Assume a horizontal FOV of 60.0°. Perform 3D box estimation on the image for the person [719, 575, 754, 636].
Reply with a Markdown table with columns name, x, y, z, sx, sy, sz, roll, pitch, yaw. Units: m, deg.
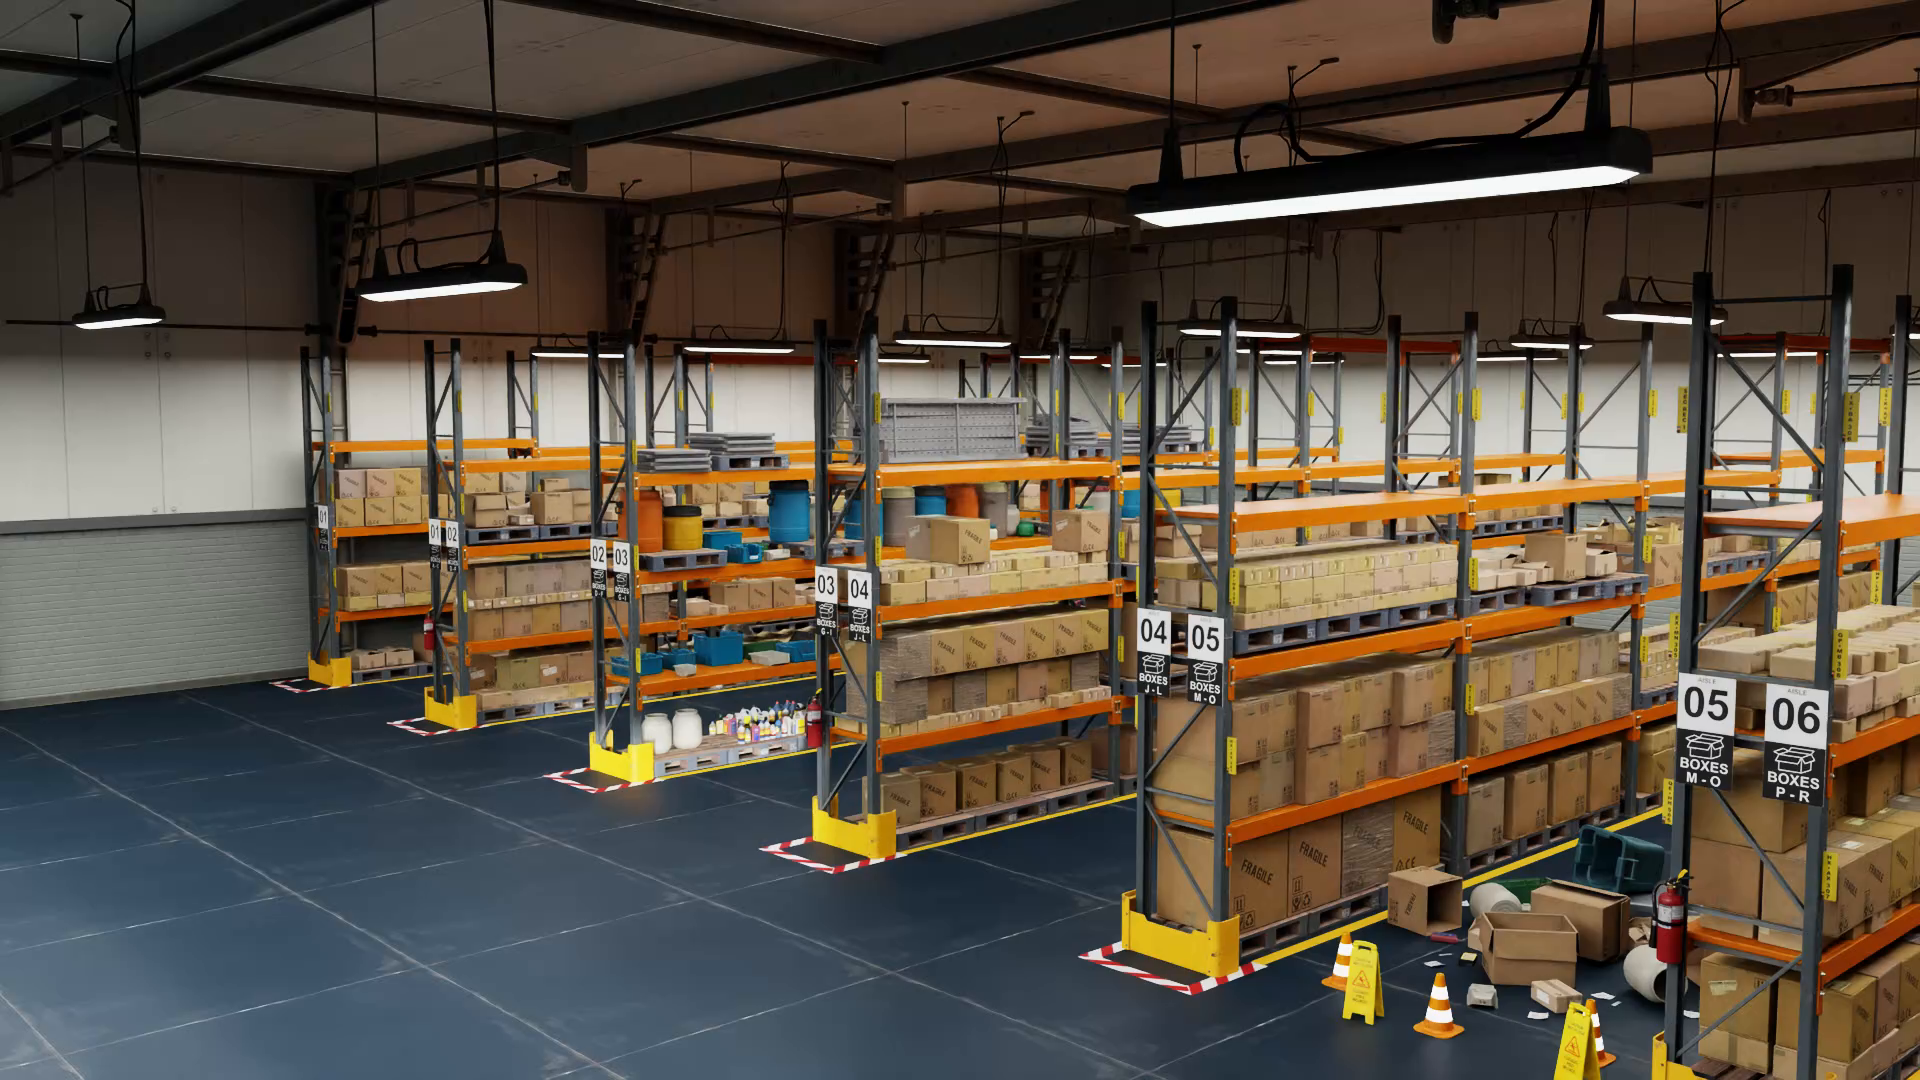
| name | x | y | z | sx | sy | sz | roll | pitch | yaw |
| --- | --- | --- | --- | --- | --- | --- | --- | --- | --- |
| person | -4.456 | 1.401 | 32.684 | 0.659 | 1.717 | 1.114 | 5 | 7 | 42 |
